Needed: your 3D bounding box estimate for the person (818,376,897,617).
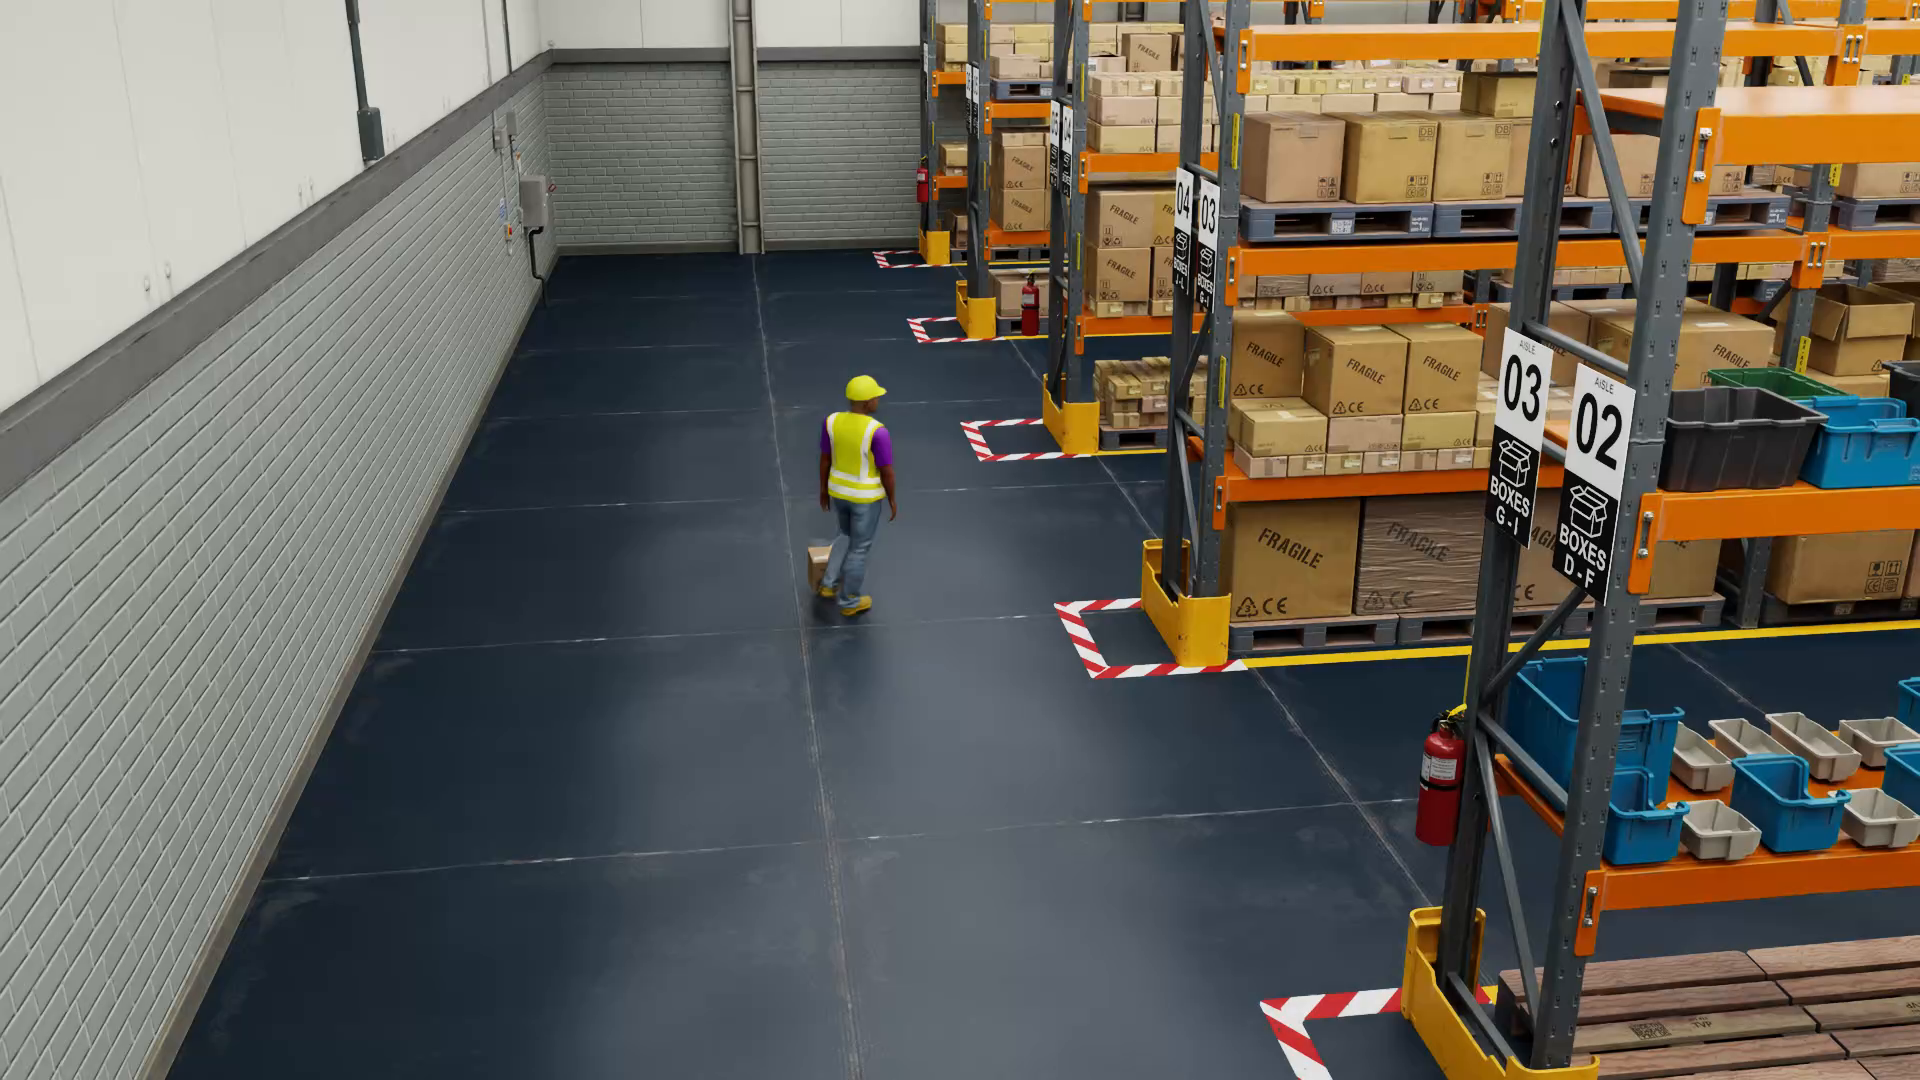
[{"bbox_3d":[-0.742,-0.317,11.886,0.650,1.763,0.435,13,24,32],"label":"person"}]
